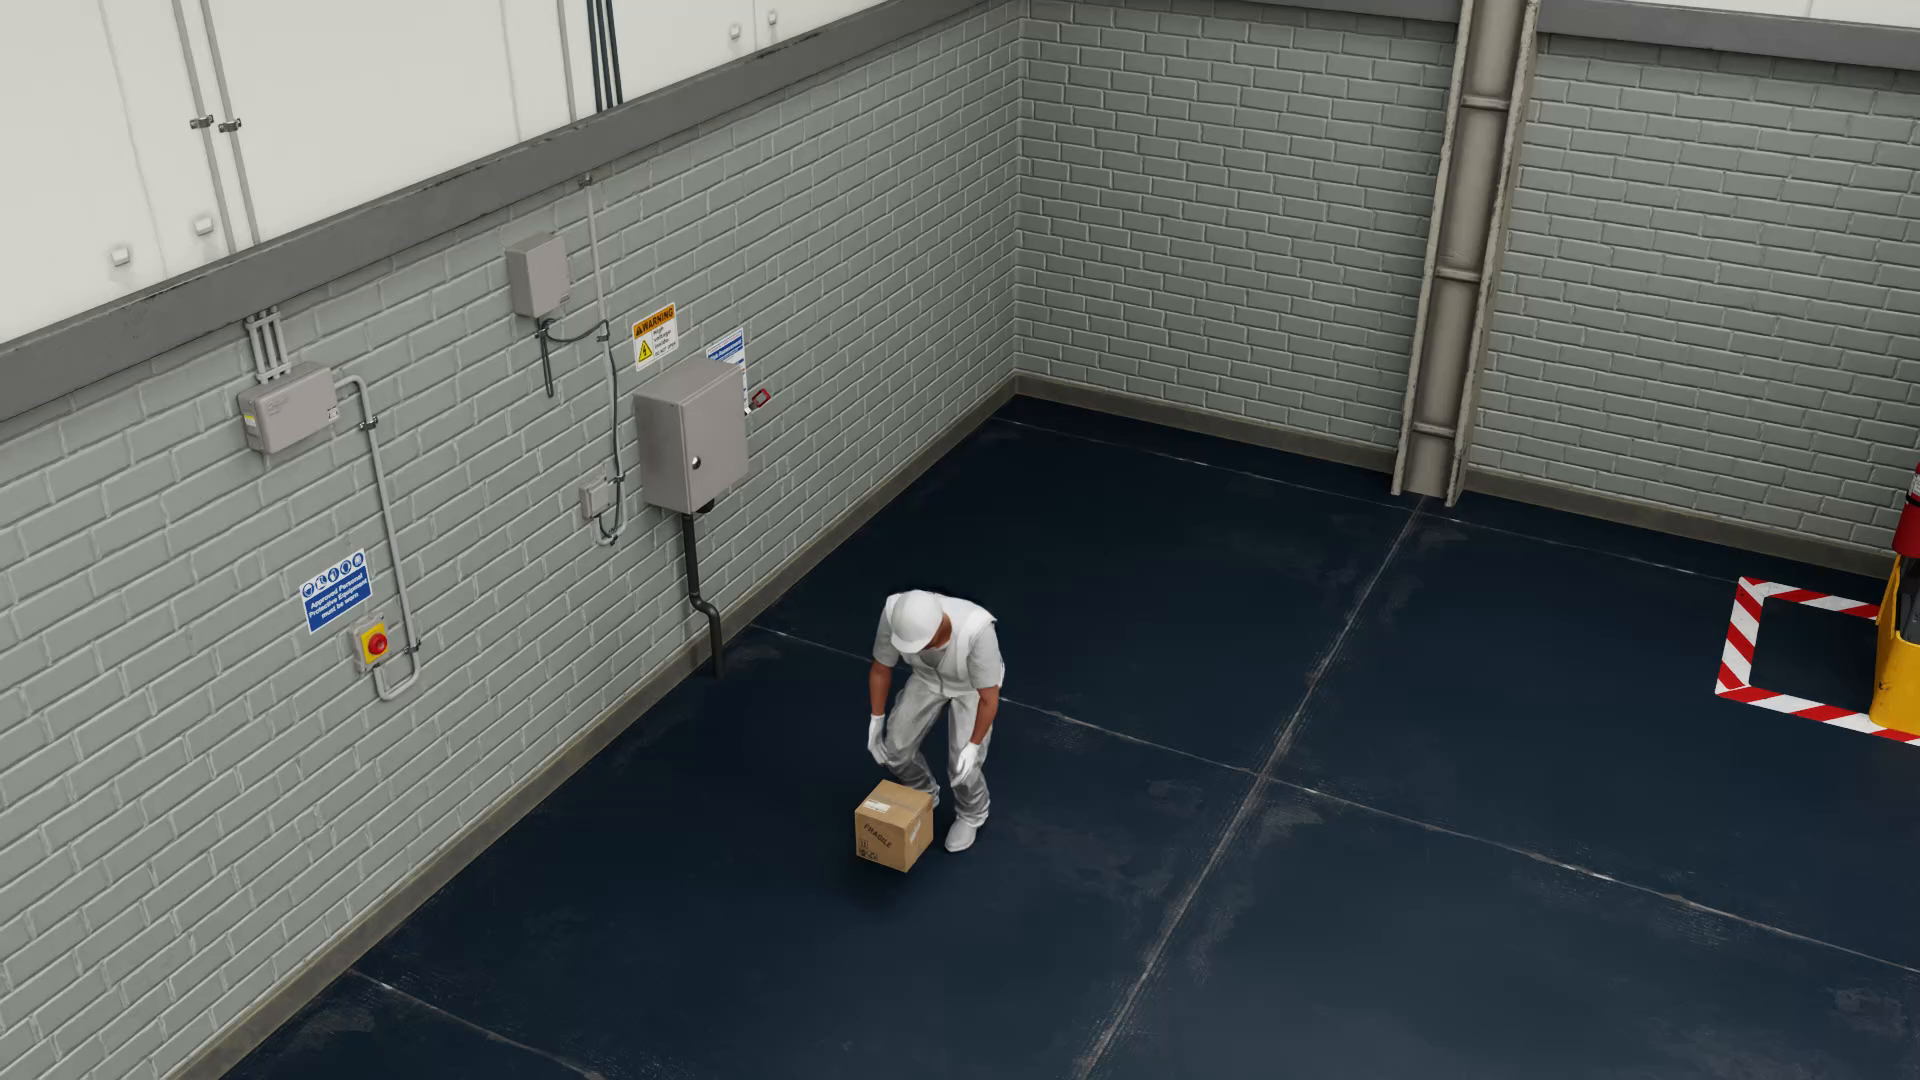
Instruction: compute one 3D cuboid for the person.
[{"bbox_3d":[-0.065,0.727,7.349,0.612,1.441,0.755,14,33,24],"label":"person"}]
